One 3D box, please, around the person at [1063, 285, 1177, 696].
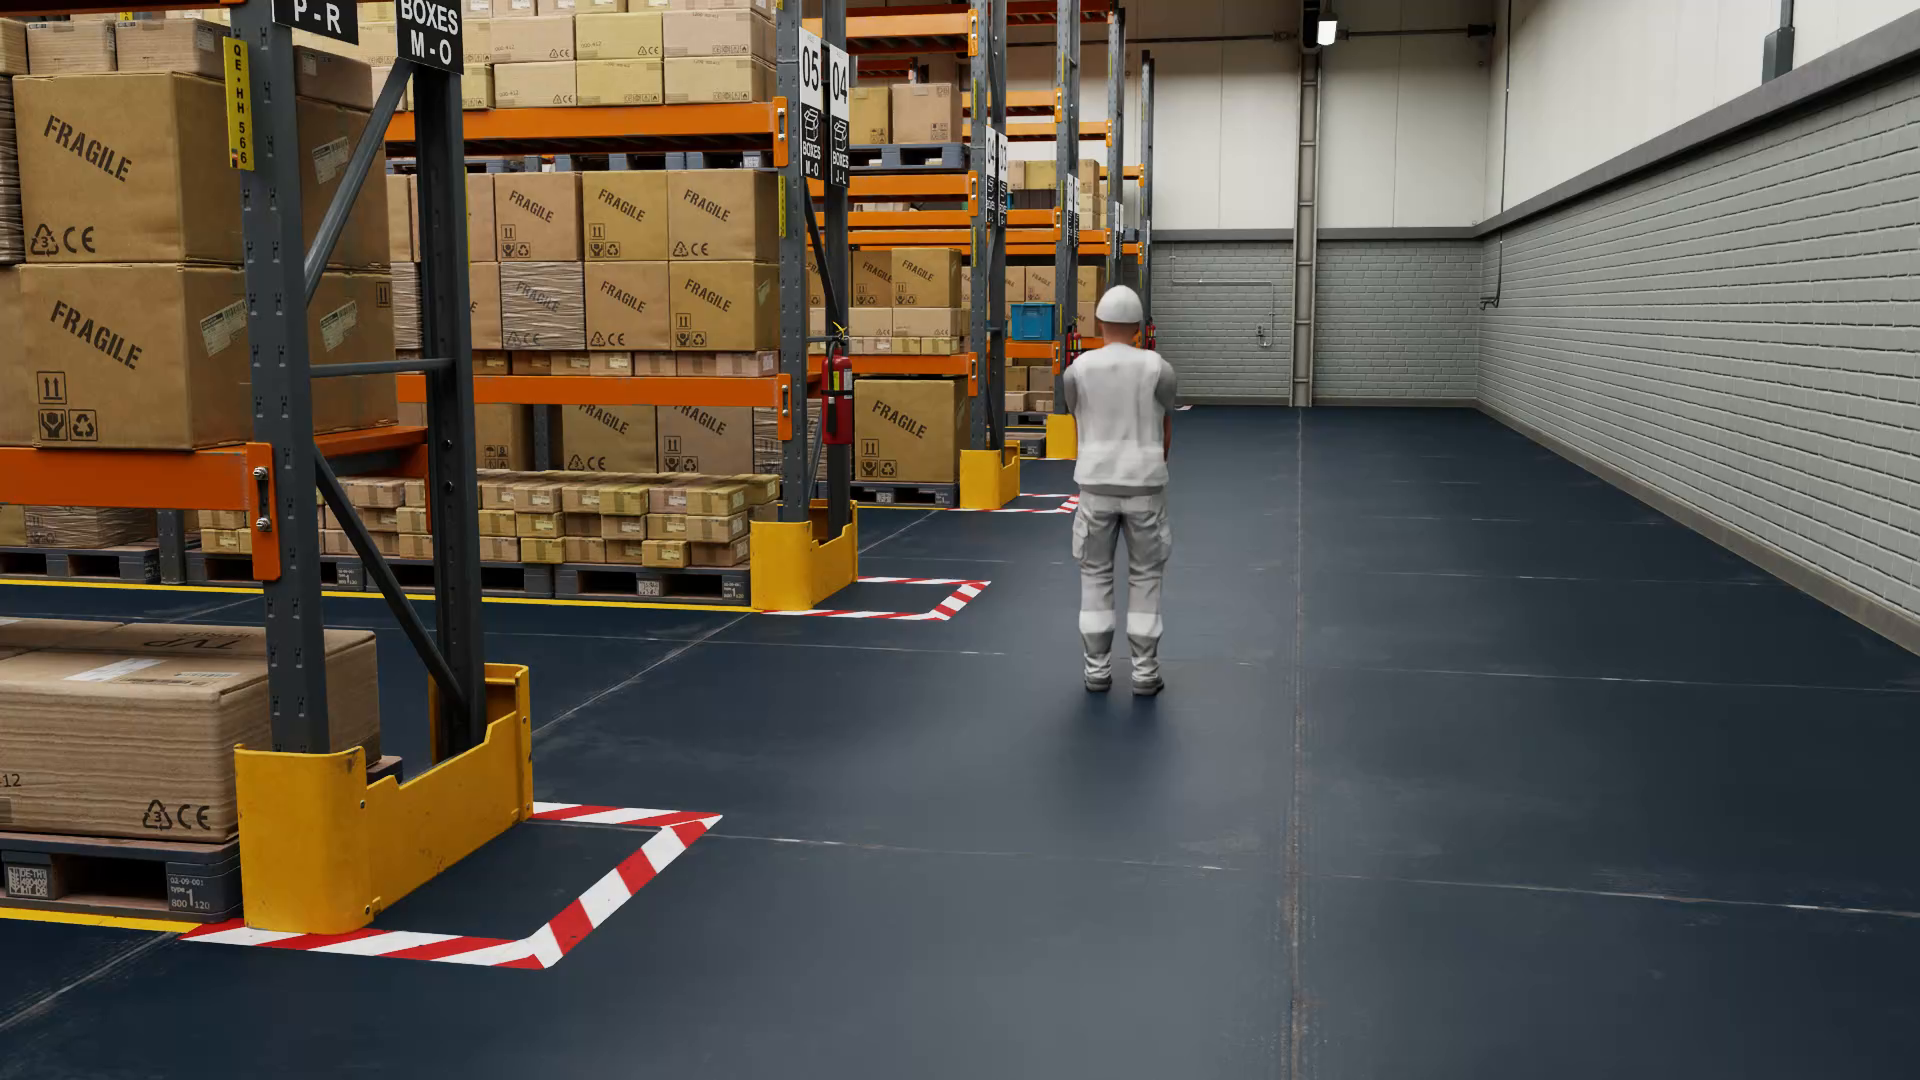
[{"bbox_3d":[0.712,-0.230,7.385,0.495,1.787,0.553,1,8,11],"label":"person"}]
